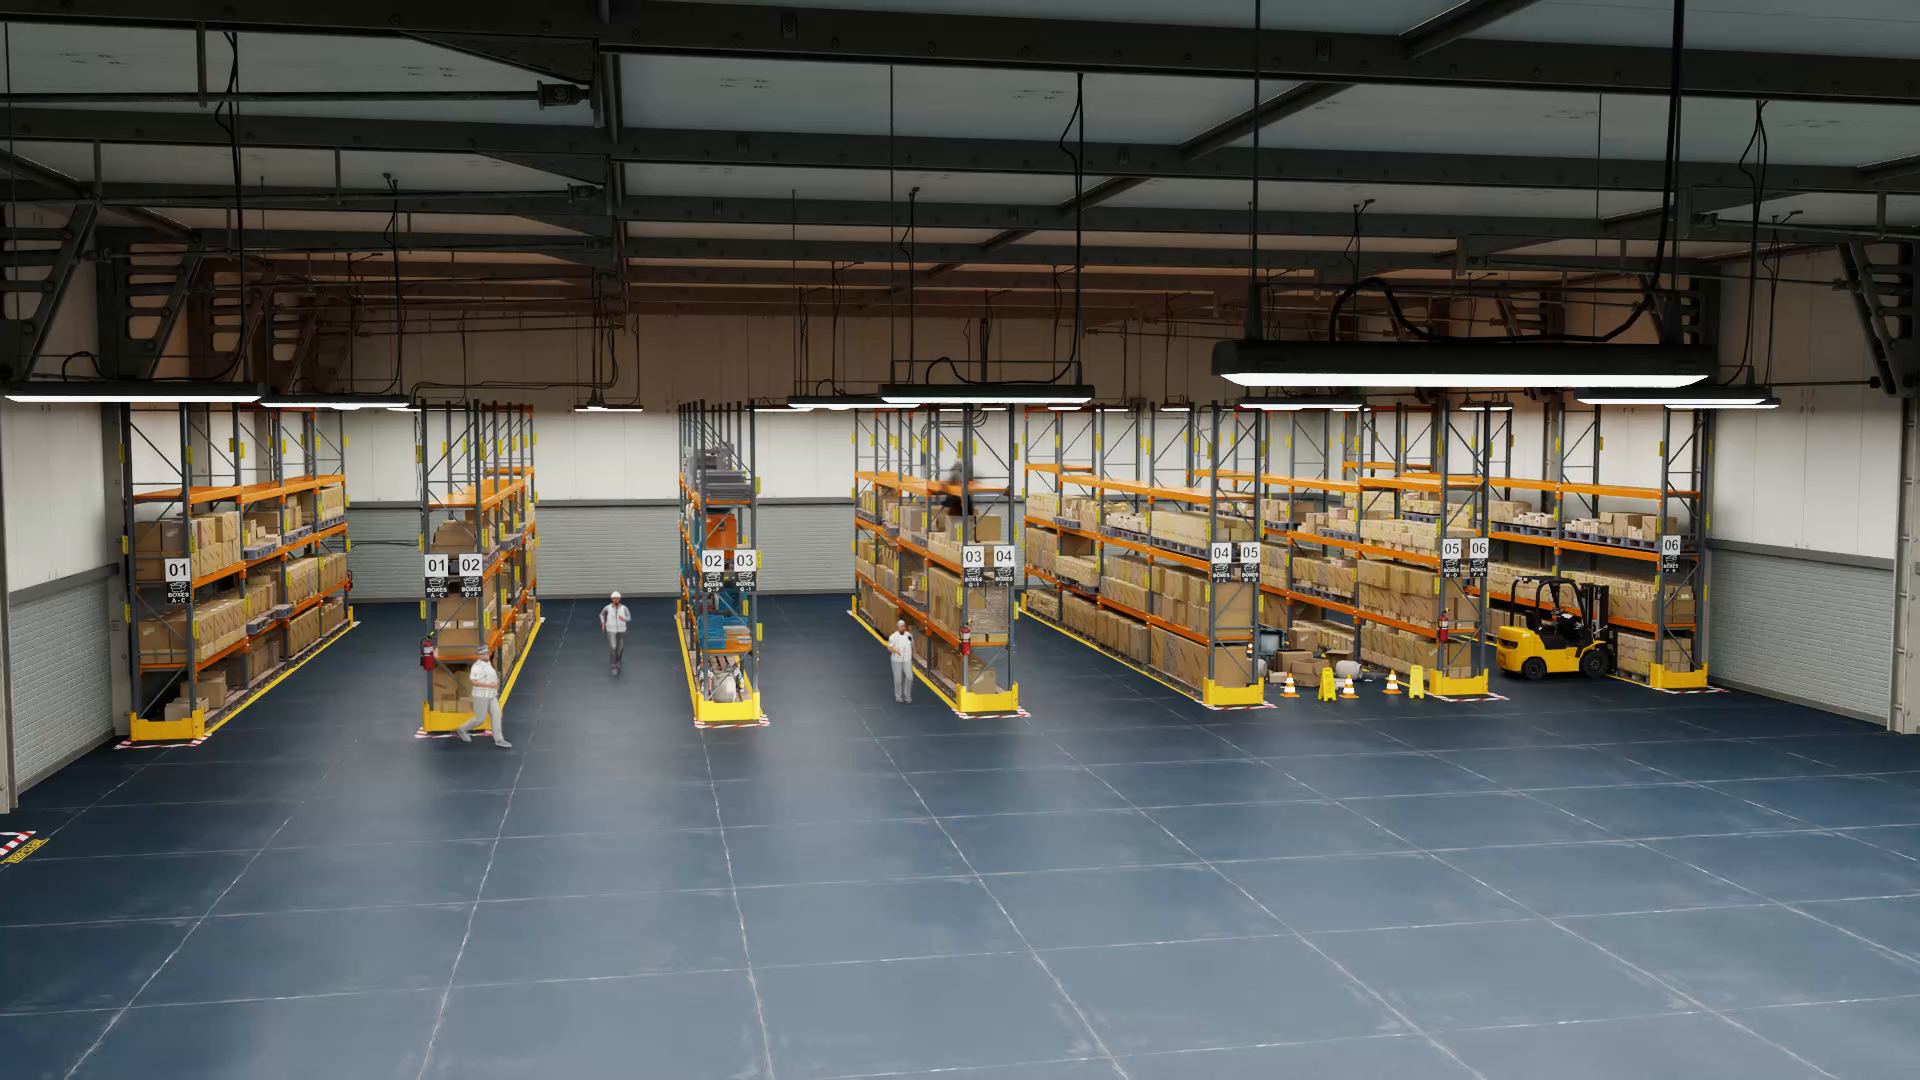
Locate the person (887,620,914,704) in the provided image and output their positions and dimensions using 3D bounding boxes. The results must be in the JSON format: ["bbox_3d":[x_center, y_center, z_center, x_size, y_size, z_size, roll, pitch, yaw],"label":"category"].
[{"bbox_3d":[-1.154,2.420,32.959,0.592,1.672,0.670,-1,4,-13],"label":"person"}]

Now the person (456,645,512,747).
[{"bbox_3d":[-8.178,2.674,28.554,0.983,1.771,0.675,1,4,15],"label":"person"}]

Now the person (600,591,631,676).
[{"bbox_3d":[-7.616,2.049,36.839,0.633,1.822,0.825,-2,5,-23],"label":"person"}]

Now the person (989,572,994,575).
[{"bbox_3d":[0.810,1.357,47.064,0.610,1.657,0.539,0,4,-2],"label":"person"}]
